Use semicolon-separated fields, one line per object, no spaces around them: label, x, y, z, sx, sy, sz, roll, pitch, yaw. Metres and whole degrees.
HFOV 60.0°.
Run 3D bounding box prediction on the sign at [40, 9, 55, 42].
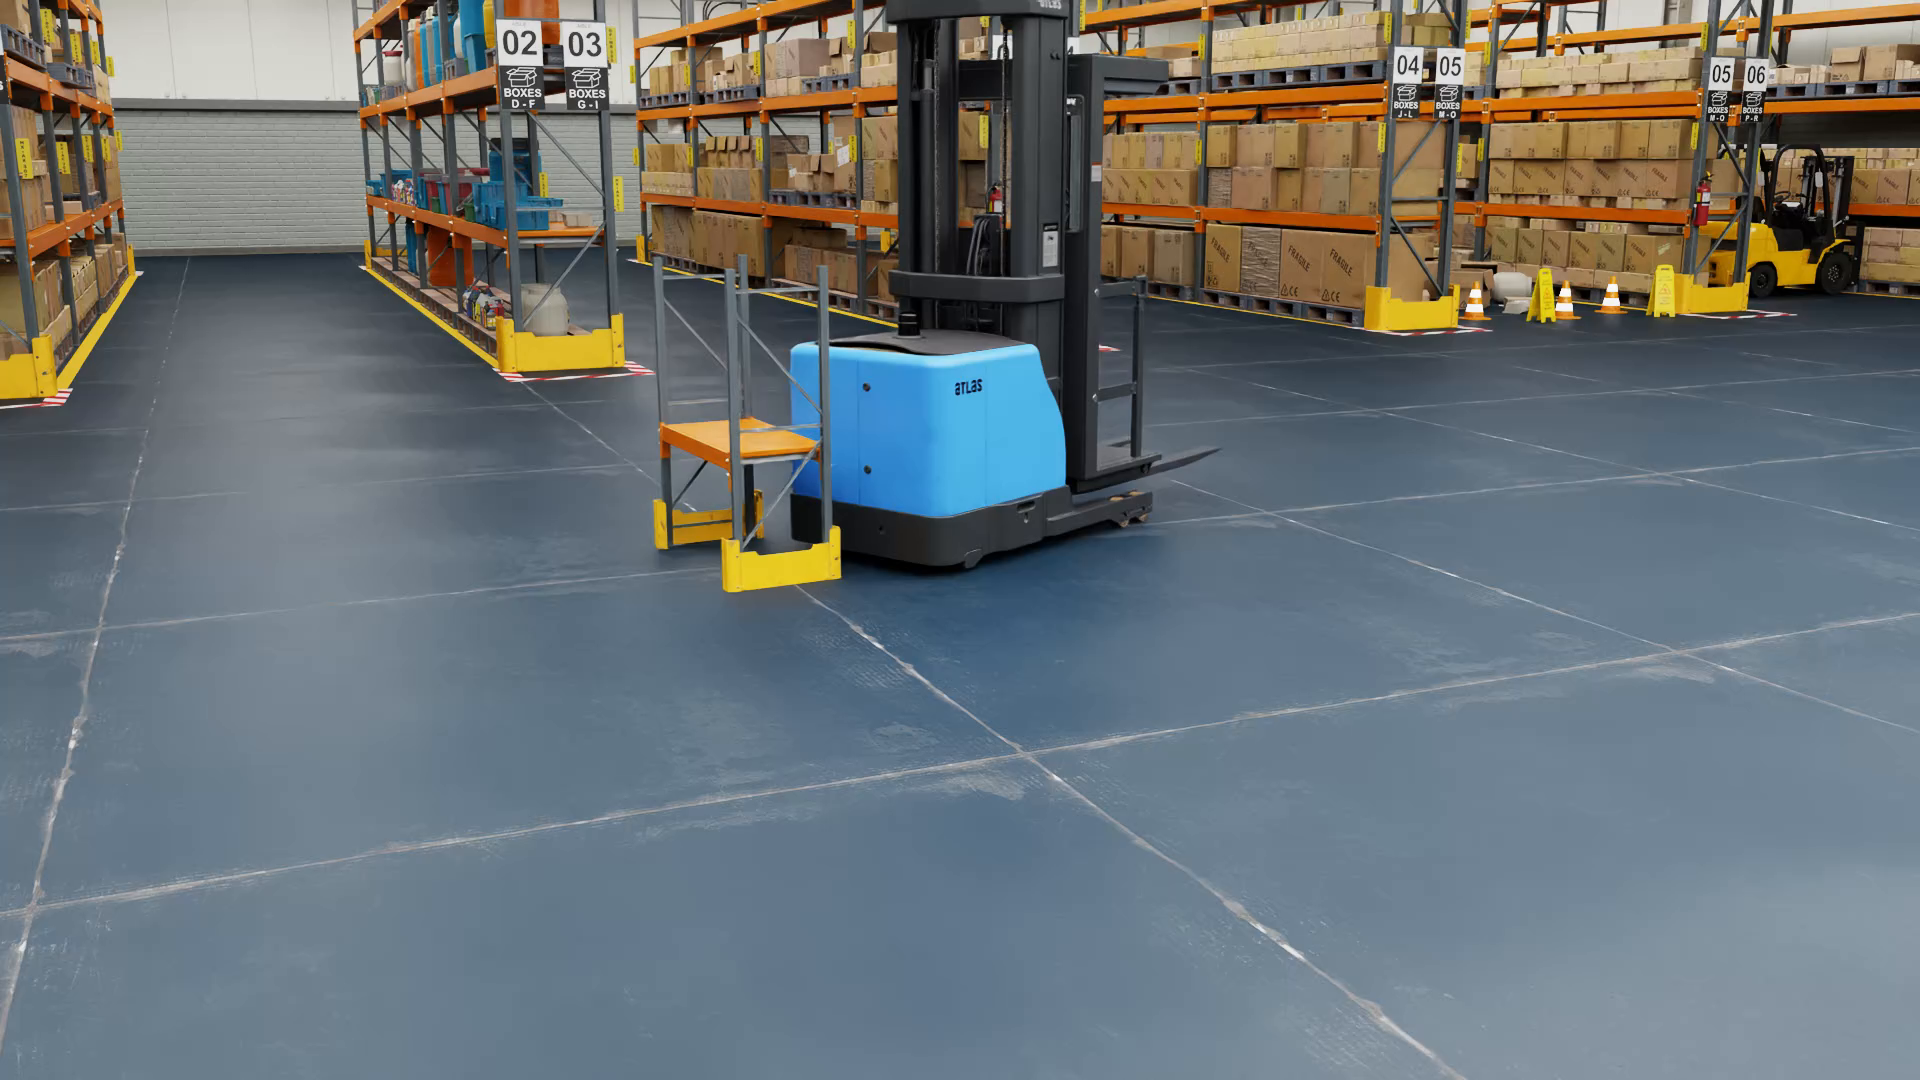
sign;-9.405;-5.299;17.137;0.100;0.325;0.005;-6;14;-23

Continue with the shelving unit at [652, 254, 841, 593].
shelving unit;-1.087;-0.620;8.224;0.587;1.500;1.083;-7;15;-28

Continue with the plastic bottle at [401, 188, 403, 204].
plastic bottle;-8.217;-5.117;24.613;0.097;0.271;0.097;0;13;0

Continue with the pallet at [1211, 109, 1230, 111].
pallet;4.723;-8.526;32.602;1.003;0.211;1.213;-6;14;-23

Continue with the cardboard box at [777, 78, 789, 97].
cardboard box;-2.277;-6.379;23.459;0.500;0.250;0.500;-5;14;-22

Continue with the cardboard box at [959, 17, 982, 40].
cardboard box;-0.085;-5.760;18.462;0.500;0.500;0.500;-6;14;-23

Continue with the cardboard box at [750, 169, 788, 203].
cardboard box;-2.862;-5.345;25.090;0.500;0.500;0.500;-5;14;-21

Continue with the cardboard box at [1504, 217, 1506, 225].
cardboard box;10.557;-6.055;31.553;0.380;0.149;0.250;-6;14;-25

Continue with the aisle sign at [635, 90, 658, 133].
aisle sign;-5.945;-8.124;31.553;0.394;0.787;0.004;-6;14;-23

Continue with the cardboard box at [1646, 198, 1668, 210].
cardboard box;9.299;-4.437;21.945;0.380;0.149;0.250;-6;14;-24

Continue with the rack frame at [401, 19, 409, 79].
rack frame;-6.975;-7.692;22.148;1.000;3.000;0.127;-6;14;-23

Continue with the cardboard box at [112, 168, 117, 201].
cardboard box;-13.683;-5.642;26.372;0.500;0.500;0.500;-6;14;-24

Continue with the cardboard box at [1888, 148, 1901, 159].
cardboard box;13.769;-5.631;24.226;0.380;0.149;0.250;-6;14;-23

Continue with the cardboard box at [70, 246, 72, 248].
cardboard box;-12.923;-3.915;23.699;0.500;0.500;0.500;-5;14;-22

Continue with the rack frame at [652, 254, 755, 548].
rack frame;-1.325;-0.719;8.651;0.500;1.500;0.032;-7;15;-28

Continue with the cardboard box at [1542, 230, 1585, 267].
cardboard box;8.666;-4.153;23.664;0.500;0.500;0.500;-5;14;-20

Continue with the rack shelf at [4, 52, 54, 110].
rack shelf;-9.112;-4.194;15.282;1.077;0.370;4.000;-6;14;-23

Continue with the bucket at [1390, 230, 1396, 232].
bucket;5.917;-4.143;24.009;0.726;0.611;0.620;-1;3;-4

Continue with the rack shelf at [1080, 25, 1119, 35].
rack shelf;1.347;-8.435;27.838;1.077;0.370;4.000;-6;14;-23

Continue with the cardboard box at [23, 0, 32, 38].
cardboard box;-10.373;-5.701;17.936;0.500;0.500;0.500;-4;14;-18

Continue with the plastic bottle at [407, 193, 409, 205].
plastic bottle;-7.884;-4.912;23.879;0.097;0.201;0.097;0;13;0

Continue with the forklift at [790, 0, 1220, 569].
forklift;0.430;-1.563;9.123;1.130;2.935;3.031;10;16;37

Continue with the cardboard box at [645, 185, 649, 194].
cardboard box;-5.698;-6.591;31.253;0.380;0.149;0.250;-6;14;-24

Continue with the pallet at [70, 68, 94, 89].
pallet;-11.161;-5.560;20.007;1.213;0.211;1.003;-5;14;-20

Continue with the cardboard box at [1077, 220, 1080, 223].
cardboard box;1.634;-5.114;27.261;0.500;0.250;0.500;-6;14;-24

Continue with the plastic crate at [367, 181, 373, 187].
plastic crate;-10.119;-6.153;29.042;0.416;0.233;0.300;-6;14;-23

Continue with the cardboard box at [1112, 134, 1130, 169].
cardboard box;2.730;-5.876;25.166;0.700;0.500;0.500;-6;14;-24

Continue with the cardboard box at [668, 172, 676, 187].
cardboard box;-4.871;-6.395;29.520;0.500;0.250;0.500;-5;14;-22

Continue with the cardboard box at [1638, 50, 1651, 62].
cardboard box;9.200;-6.395;21.983;0.380;0.149;0.250;-6;14;-23

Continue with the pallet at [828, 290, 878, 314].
pallet;-1.148;-3.193;22.196;1.003;0.211;1.213;-6;14;-23

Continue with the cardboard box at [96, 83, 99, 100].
cardboard box;-13.086;-6.660;24.675;0.500;0.250;0.500;-6;14;-23

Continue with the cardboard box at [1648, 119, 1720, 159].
cardboard box;9.443;-5.226;21.697;0.700;0.500;0.500;-6;14;-24

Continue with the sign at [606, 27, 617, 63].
sign;-3.265;-4.631;15.555;0.100;0.325;0.005;-6;14;-23

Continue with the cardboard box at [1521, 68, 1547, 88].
cardboard box;8.386;-6.597;23.743;0.500;0.250;0.500;-6;14;-23

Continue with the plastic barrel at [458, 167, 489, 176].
plastic barrel;-6.512;-4.767;22.513;0.600;0.536;0.708;-6;14;-23

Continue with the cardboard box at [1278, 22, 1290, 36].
cardboard box;4.194;-6.378;20.758;0.380;0.149;0.250;-6;14;-23

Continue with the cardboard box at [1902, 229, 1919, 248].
cardboard box;13.924;-4.327;23.864;0.500;0.250;0.500;-5;14;-21

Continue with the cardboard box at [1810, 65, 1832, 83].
cardboard box;13.108;-7.050;25.170;0.396;0.266;0.258;-6;14;-24

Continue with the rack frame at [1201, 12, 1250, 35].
rack frame;5.041;-9.861;31.519;1.000;3.000;0.127;-6;14;-23

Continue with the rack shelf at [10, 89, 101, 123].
rack shelf;-12.316;-5.847;22.423;1.077;0.370;4.000;-6;14;-23

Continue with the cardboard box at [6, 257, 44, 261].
cardboard box;-11.574;-3.326;20.512;0.500;0.311;0.500;-5;14;-21

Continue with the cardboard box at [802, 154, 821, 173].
cardboard box;-1.869;-5.256;23.773;0.700;0.500;0.500;-3;13;-15

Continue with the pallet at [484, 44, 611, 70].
pallet;-4.012;-4.666;16.143;1.003;0.211;1.213;-6;14;-23

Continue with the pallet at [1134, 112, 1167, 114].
pallet;3.745;-9.031;34.780;1.003;0.211;1.213;-6;14;-23

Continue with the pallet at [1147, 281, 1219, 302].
pallet;3.372;-3.612;24.006;1.003;0.211;1.213;-6;14;-23

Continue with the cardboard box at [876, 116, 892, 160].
cardboard box;-0.686;-4.852;20.083;0.500;0.500;0.500;-6;14;-23

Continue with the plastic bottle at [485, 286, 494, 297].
plastic bottle;-5.298;-2.676;18.677;0.144;0.351;0.185;-6;14;-23

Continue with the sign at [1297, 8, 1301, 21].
sign;7.488;-11.581;36.705;0.100;0.325;0.005;-6;14;-23

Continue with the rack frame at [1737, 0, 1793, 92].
rack frame;12.792;-8.657;26.319;1.000;3.000;0.127;-6;14;-23

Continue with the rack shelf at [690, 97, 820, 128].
rack shelf;-3.238;-6.741;26.286;1.077;0.370;4.000;-6;14;-23

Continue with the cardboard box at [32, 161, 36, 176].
cardboard box;-9.100;-3.562;15.947;0.380;0.149;0.250;-5;14;-21

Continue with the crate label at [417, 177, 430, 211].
crate label;-6.825;-4.557;21.828;0.502;0.435;0.616;-6;14;-23

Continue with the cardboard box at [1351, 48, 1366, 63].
cardboard box;4.809;-5.674;19.483;0.380;0.149;0.250;-5;14;-22

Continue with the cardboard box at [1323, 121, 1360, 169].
cardboard box;4.935;-4.776;20.124;0.875;0.550;0.550;-6;14;-23
